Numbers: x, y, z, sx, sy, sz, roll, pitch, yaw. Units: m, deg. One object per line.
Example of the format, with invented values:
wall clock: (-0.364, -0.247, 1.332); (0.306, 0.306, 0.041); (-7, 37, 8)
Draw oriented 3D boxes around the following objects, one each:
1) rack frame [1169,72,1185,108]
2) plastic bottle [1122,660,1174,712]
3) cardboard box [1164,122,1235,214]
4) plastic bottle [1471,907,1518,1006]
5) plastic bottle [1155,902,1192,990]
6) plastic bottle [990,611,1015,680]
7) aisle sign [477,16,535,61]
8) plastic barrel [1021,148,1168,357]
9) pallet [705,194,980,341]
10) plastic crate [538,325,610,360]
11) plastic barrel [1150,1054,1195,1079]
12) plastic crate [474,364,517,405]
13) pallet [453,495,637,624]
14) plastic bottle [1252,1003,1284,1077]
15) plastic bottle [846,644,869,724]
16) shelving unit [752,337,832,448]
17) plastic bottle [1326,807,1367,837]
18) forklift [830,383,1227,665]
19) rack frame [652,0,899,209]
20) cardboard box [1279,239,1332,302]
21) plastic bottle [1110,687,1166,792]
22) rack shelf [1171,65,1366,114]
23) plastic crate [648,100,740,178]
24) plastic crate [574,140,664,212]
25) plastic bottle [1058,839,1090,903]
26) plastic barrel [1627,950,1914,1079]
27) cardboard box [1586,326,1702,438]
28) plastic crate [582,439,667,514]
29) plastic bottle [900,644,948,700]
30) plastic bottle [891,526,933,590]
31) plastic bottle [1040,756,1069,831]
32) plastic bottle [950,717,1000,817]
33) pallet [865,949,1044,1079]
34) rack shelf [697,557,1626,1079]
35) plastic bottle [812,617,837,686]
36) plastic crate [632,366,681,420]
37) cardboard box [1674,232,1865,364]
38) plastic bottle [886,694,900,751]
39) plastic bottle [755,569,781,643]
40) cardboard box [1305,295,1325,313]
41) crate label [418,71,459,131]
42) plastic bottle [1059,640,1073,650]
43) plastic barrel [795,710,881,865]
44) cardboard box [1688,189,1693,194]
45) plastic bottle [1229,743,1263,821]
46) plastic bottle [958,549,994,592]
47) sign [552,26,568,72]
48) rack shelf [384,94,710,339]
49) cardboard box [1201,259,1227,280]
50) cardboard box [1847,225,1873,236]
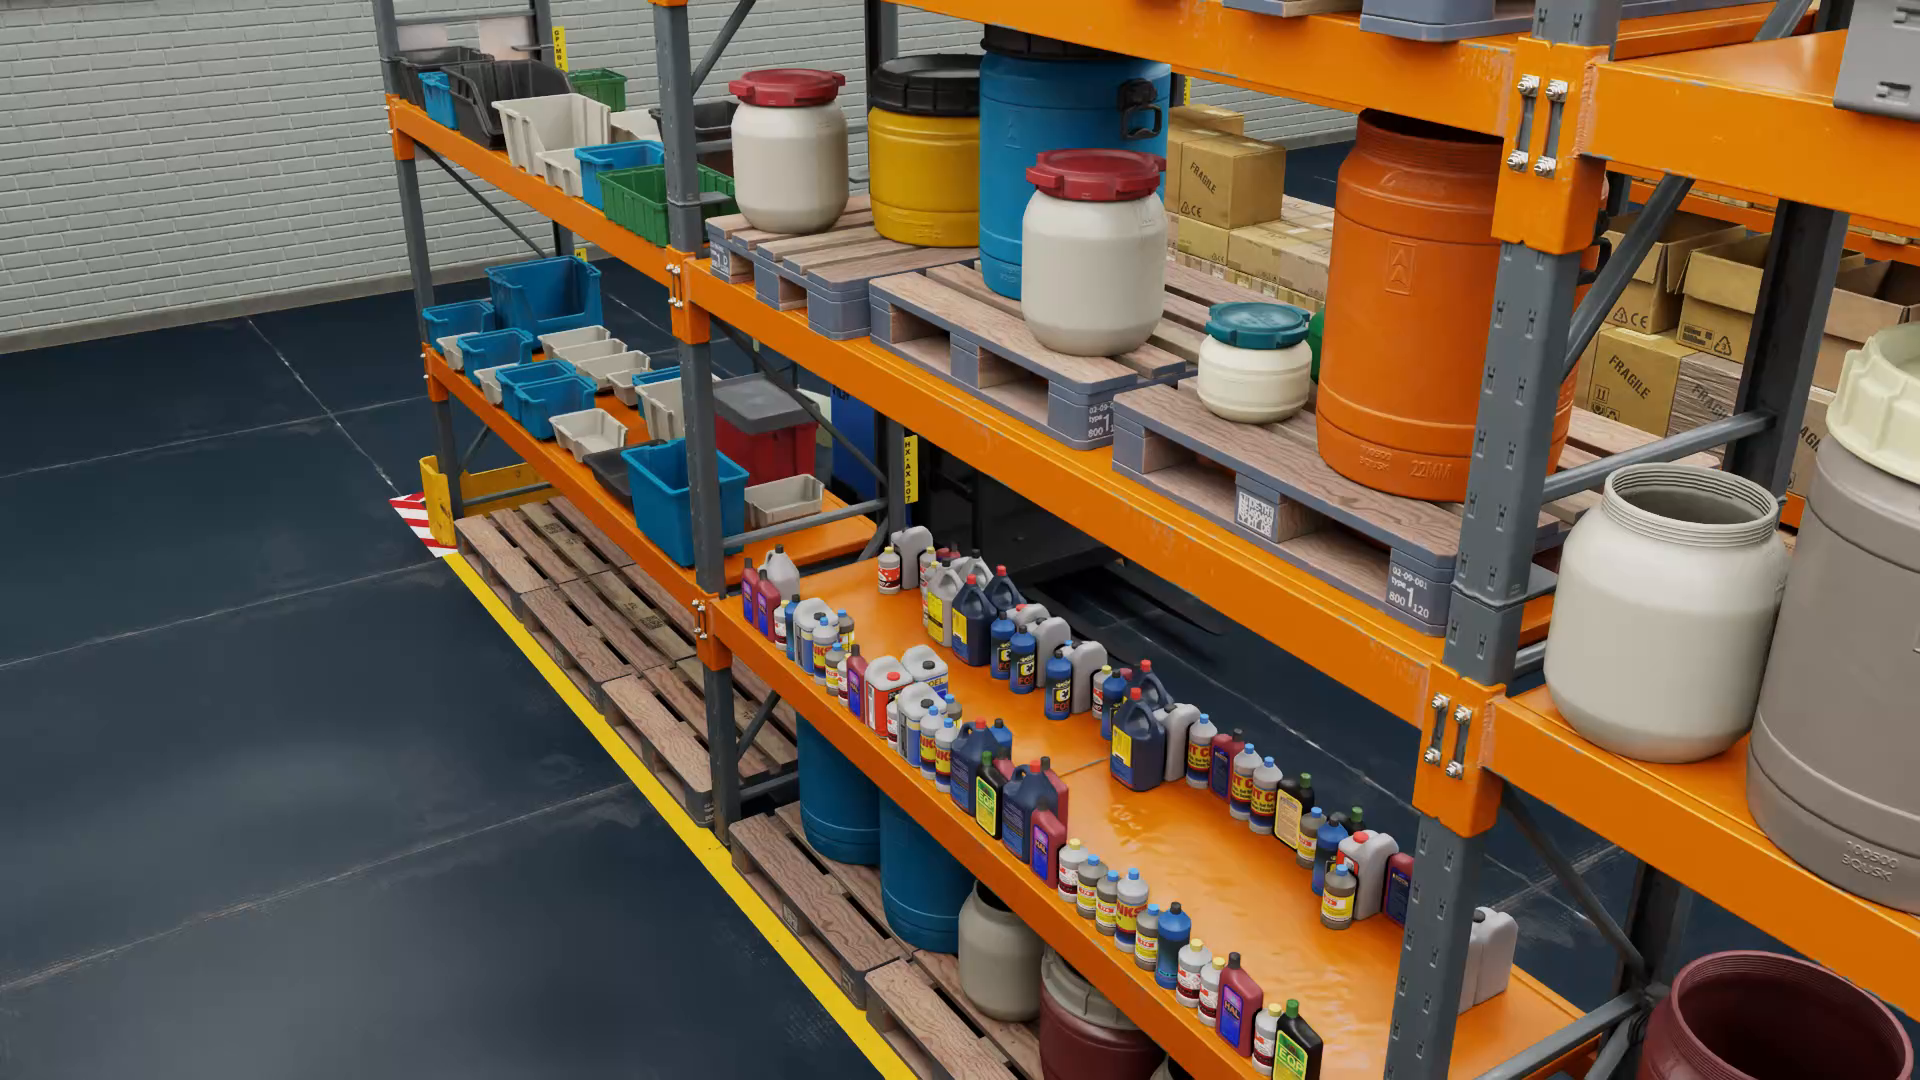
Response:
rack frame: (1.268, -2.649, 12.848); (1.000, 3.000, 0.127); (-16, 29, -30)
plastic bottle: (0.679, 0.605, 6.013); (0.144, 0.351, 0.185); (-16, 29, -30)
cardboard box: (1.576, -2.641, 11.781); (0.500, 0.500, 0.500); (-16, 30, -31)
plastic bottle: (1.520, 1.193, 4.855); (0.152, 0.276, 0.135); (-16, 29, -30)
plastic bottle: (0.627, 1.182, 4.884); (0.097, 0.271, 0.097); (0, 25, 0)
plastic bottle: (0.168, 0.406, 6.526); (0.097, 0.271, 0.097); (0, 25, 0)
aisle sign: (-2.676, -2.764, 10.047); (0.394, 0.787, 0.004); (-16, 29, -30)
plastic barrel: (0.391, -0.840, 4.851); (0.433, 0.535, 0.433); (0, 25, 0)
pallet: (-0.189, -1.078, 6.226); (1.213, 0.211, 1.003); (-16, 29, -30)
plastic crate: (-2.285, -1.153, 9.918); (0.396, 0.136, 0.243); (-16, 29, -30)
plastic barrel: (0.821, 1.950, 5.529); (0.421, 0.512, 0.421); (0, 25, 0)
plastic crate: (-2.547, -0.861, 9.299); (0.250, 0.136, 0.298); (-16, 29, -30)
pallet: (-2.465, 0.070, 10.354); (1.003, 0.211, 1.213); (-16, 29, -30)
plastic bottle: (0.859, 1.366, 4.576); (0.097, 0.201, 0.097); (0, 25, 0)
plastic bottle: (-0.371, 0.537, 6.236); (0.061, 0.283, 0.133); (-16, 29, -30)
shelving unit: (-0.980, -1.055, 11.226); (0.755, 1.500, 0.431); (19, 31, 34)
plastic bottle: (1.232, 0.965, 5.328); (0.061, 0.283, 0.133); (-16, 29, -30)
forklift: (0.369, -1.082, 9.608); (1.130, 2.935, 3.031); (-15, 29, -29)
rack frame: (-0.699, -2.777, 6.092); (1.000, 3.000, 0.127); (-16, 29, -30)
cardboard box: (2.427, -1.749, 10.768); (0.500, 0.250, 0.500); (-15, 29, -29)
plastic bottle: (0.625, 0.688, 5.836); (0.144, 0.351, 0.185); (-16, 29, -30)
rack shelf: (2.359, -2.965, 10.846); (1.077, 0.370, 4.000); (-16, 29, -30)
plastic crate: (-1.147, -1.870, 7.836); (0.497, 0.269, 0.590); (-16, 29, -30)
plastic crate: (-1.463, -1.596, 7.300); (0.416, 0.233, 0.300); (-16, 29, -30)
plastic bottle: (0.361, 1.039, 5.267); (0.097, 0.201, 0.097); (0, 25, 0)
plastic barrel: (1.992, 1.400, 4.110); (0.600, 0.536, 0.708); (-16, 29, -30)
cardboard box: (3.768, -0.861, 8.944); (0.500, 0.500, 0.500); (-15, 29, -29)
plastic crate: (-1.535, -0.305, 8.134); (0.437, 0.125, 0.590); (-16, 29, -30)
plastic bottle: (-0.132, 0.542, 6.233); (0.152, 0.276, 0.135); (-16, 29, -30)
plastic bottle: (-0.213, 0.058, 7.260); (0.152, 0.276, 0.135); (-16, 29, -30)
plastic bottle: (0.303, 0.866, 5.540); (0.061, 0.283, 0.133); (-16, 29, -30)
plastic bottle: (0.057, 0.754, 5.696); (0.144, 0.351, 0.185); (-16, 29, -30)
pallet: (0.358, 1.919, 6.437); (1.003, 0.211, 1.213); (-16, 29, -30)
rack shelf: (0.393, 0.977, 6.010); (1.077, 0.370, 4.000); (-16, 29, -30)
plastic bottle: (-0.525, 0.427, 6.482); (0.097, 0.271, 0.097); (0, 25, 0)
plastic crate: (-1.546, -0.771, 8.996); (0.416, 0.233, 0.300); (-16, 29, -30)
cardboard box: (4.172, -1.243, 8.576); (0.797, 0.503, 0.637); (-15, 29, -29)
plastic bottle: (-0.219, 0.659, 6.073); (0.097, 0.201, 0.097); (0, 25, 0)
plastic bottle: (-0.783, 0.267, 6.808); (0.061, 0.283, 0.133); (-16, 29, -30)
cardboard box: (2.448, -1.506, 10.720); (0.380, 0.149, 0.250); (-15, 29, -29)
crate label: (-2.649, -2.379, 8.936); (0.408, 0.251, 0.502); (-16, 29, -30)
plastic bottle: (0.422, 0.486, 6.440); (0.097, 0.201, 0.097); (0, 25, 0)
plastic barrel: (-0.416, 0.893, 7.310); (0.600, 0.901, 0.708); (-16, 29, -30)
cardboard box: (6.151, -3.015, 13.916); (0.380, 0.149, 0.250); (-16, 30, -31)
plastic bottle: (0.975, 0.816, 5.658); (0.097, 0.271, 0.097); (0, 25, 0)
plastic bottle: (0.077, 0.211, 6.848); (0.144, 0.351, 0.185); (-16, 29, -30)
sign: (-2.430, -2.938, 10.069); (0.100, 0.325, 0.005); (-16, 29, -30)
rack shelf: (-1.790, -1.811, 8.401); (1.077, 0.370, 4.000); (-16, 29, -30)
cardboard box: (1.889, -1.872, 11.497); (0.380, 0.149, 0.250); (-16, 30, -30)
cardboard box: (6.982, -2.448, 12.717); (0.380, 0.149, 0.250); (-14, 29, -28)
